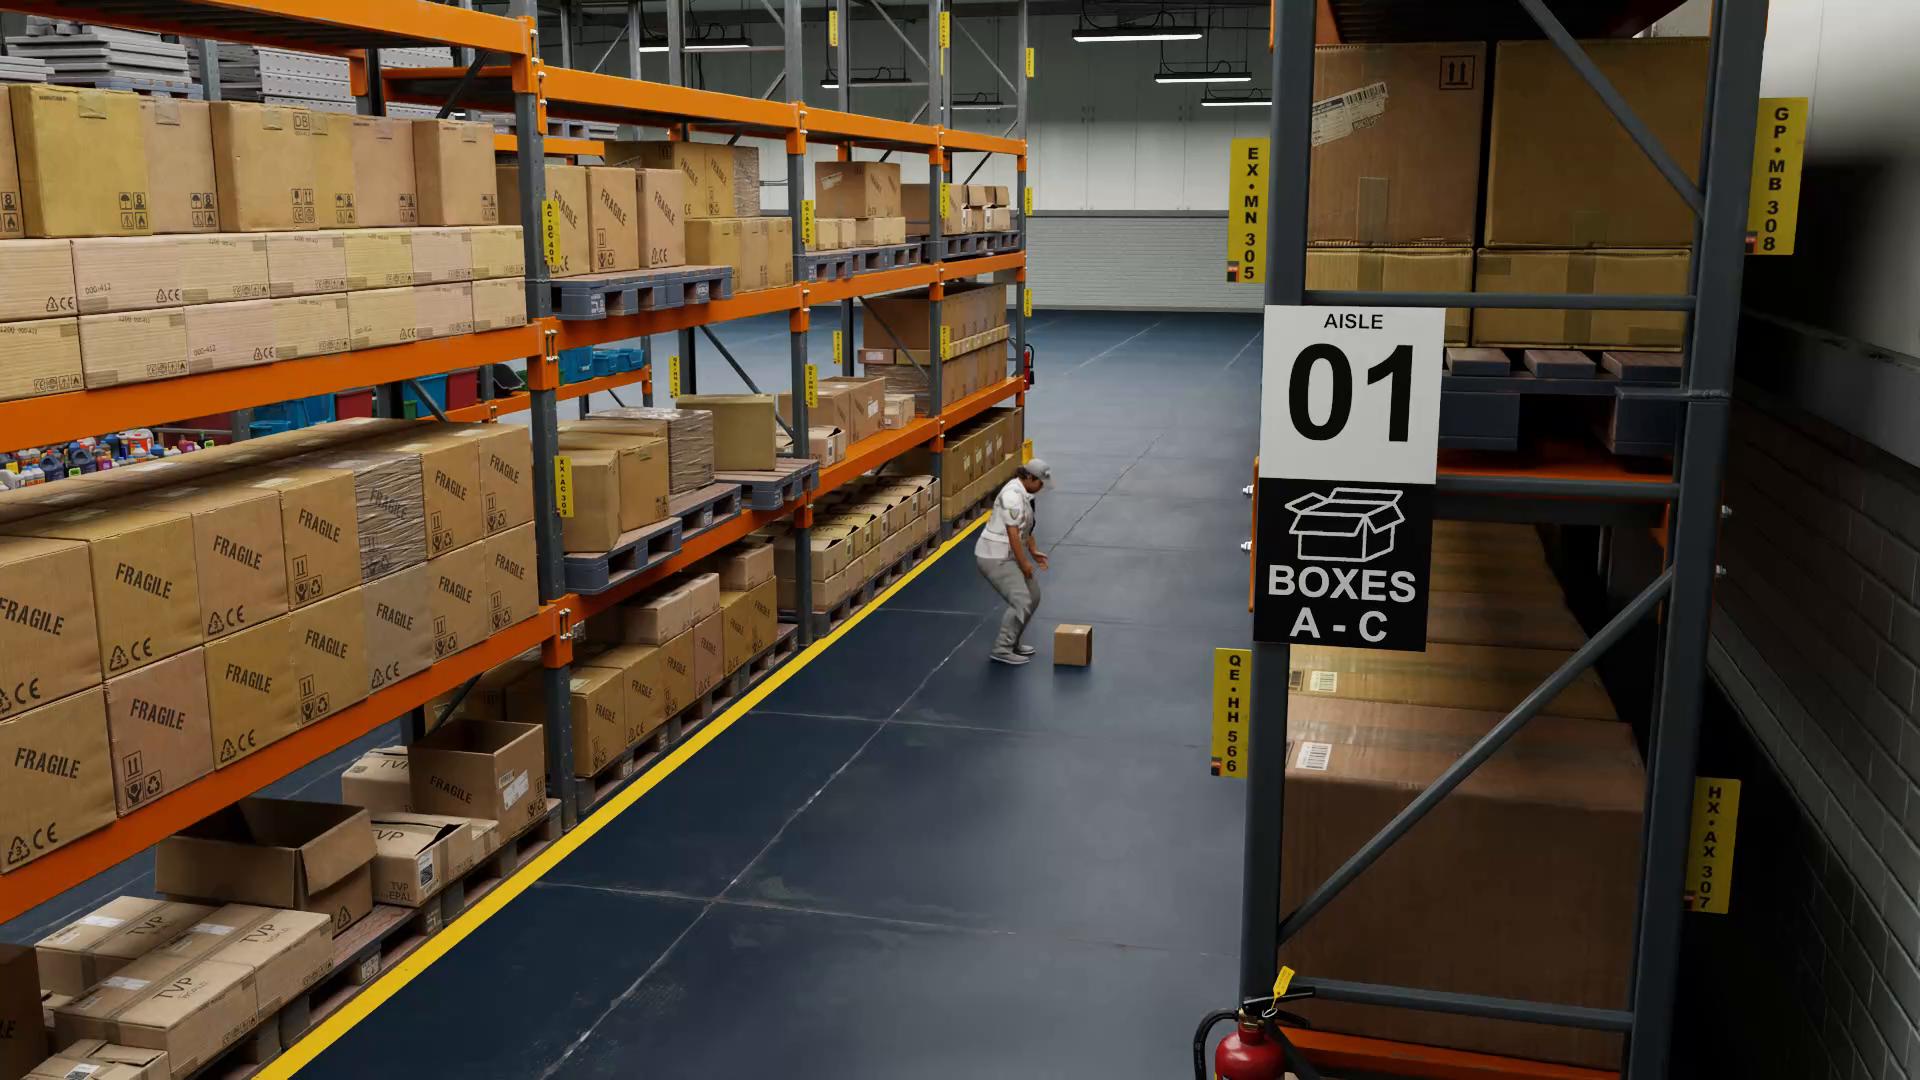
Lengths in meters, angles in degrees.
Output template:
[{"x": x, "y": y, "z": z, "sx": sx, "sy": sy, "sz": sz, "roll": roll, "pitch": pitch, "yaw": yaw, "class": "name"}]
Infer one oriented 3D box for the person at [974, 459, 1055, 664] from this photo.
[{"x": 0.421, "y": 0.142, "z": 12.595, "sx": 0.591, "sy": 1.542, "sz": 0.519, "roll": 3, "pitch": 12, "yaw": 15, "class": "person"}]
